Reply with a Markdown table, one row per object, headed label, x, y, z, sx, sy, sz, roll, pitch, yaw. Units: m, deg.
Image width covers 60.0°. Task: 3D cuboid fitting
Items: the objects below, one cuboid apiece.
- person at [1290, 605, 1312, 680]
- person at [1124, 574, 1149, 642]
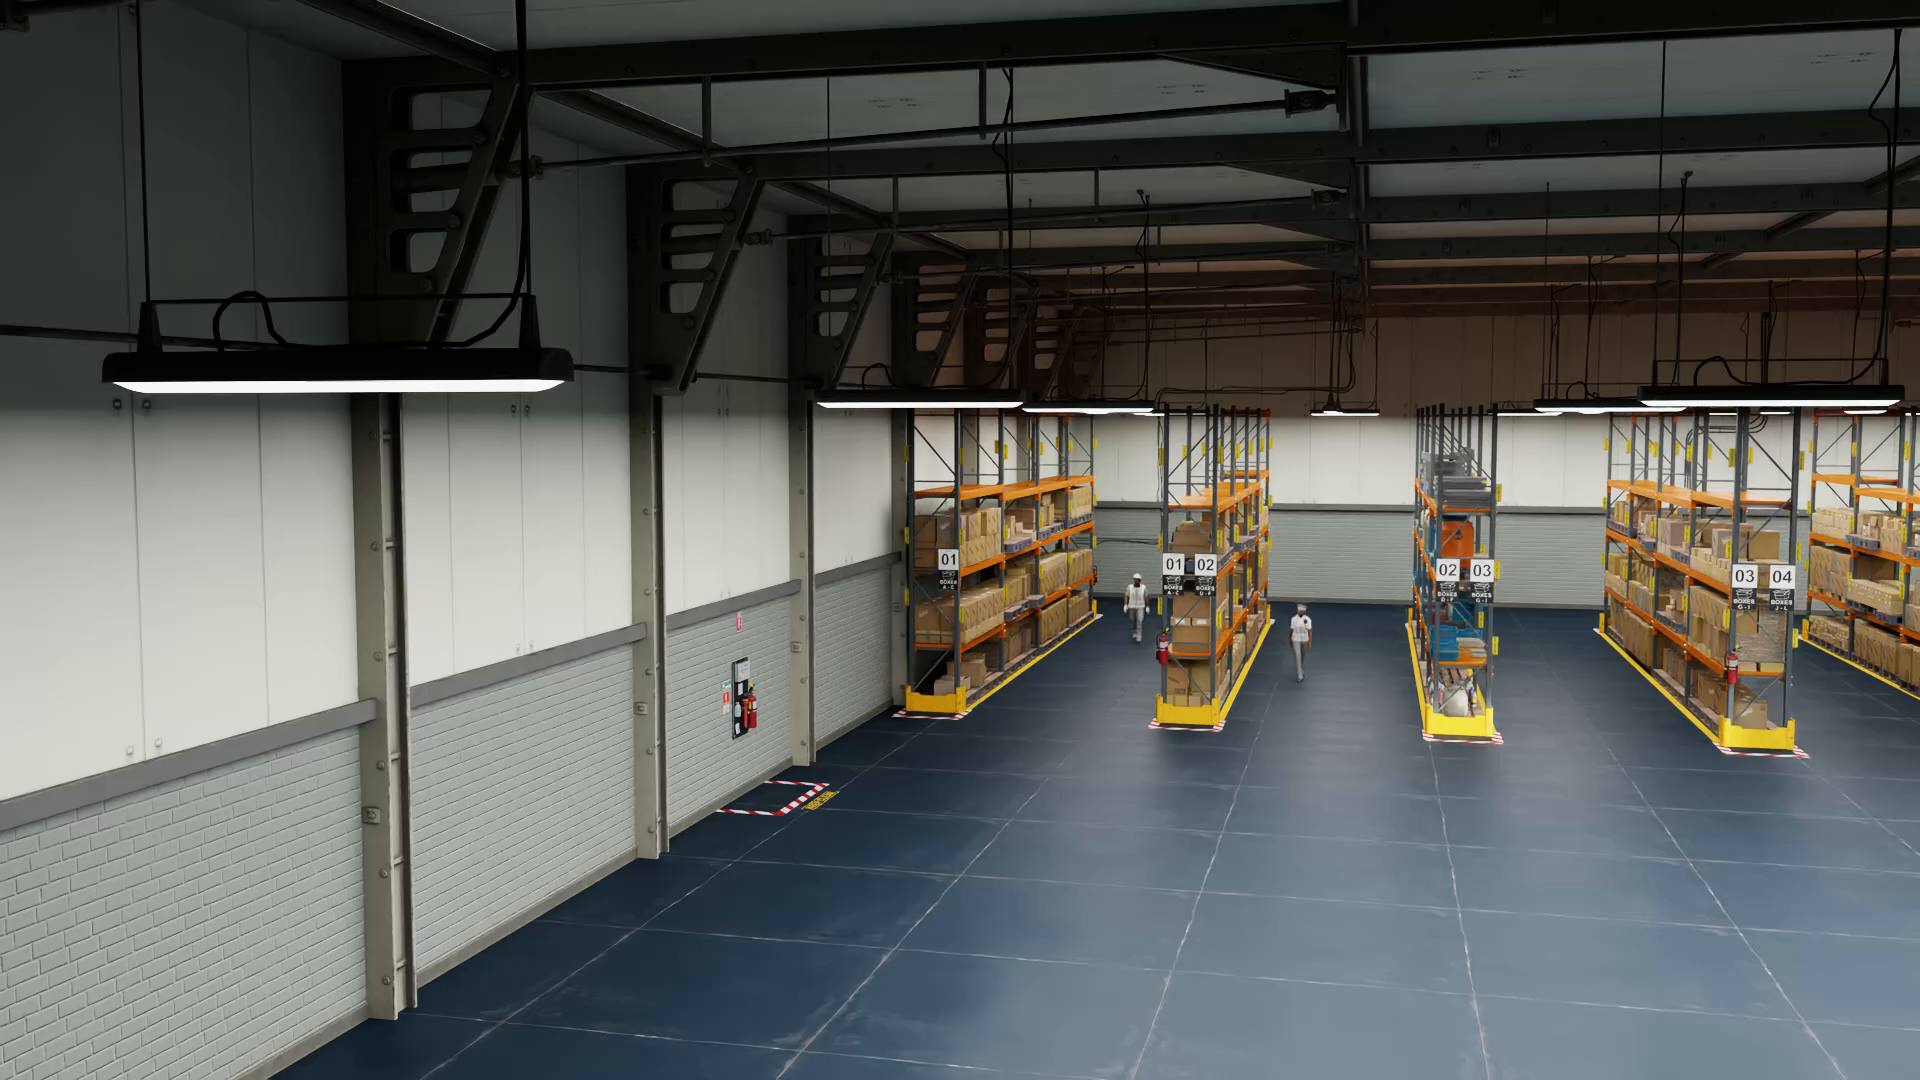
| label | x | y | z | sx | sy | sz | roll | pitch | yaw |
| --- | --- | --- | --- | --- | --- | --- | --- | --- | --- |
| person | 7.524 | 2.214 | 36.660 | 0.425 | 1.612 | 1.073 | 0 | 4 | -2 |
| person | 4.541 | 1.736 | 42.749 | 0.635 | 1.727 | 1.096 | 1 | 4 | 11 |
